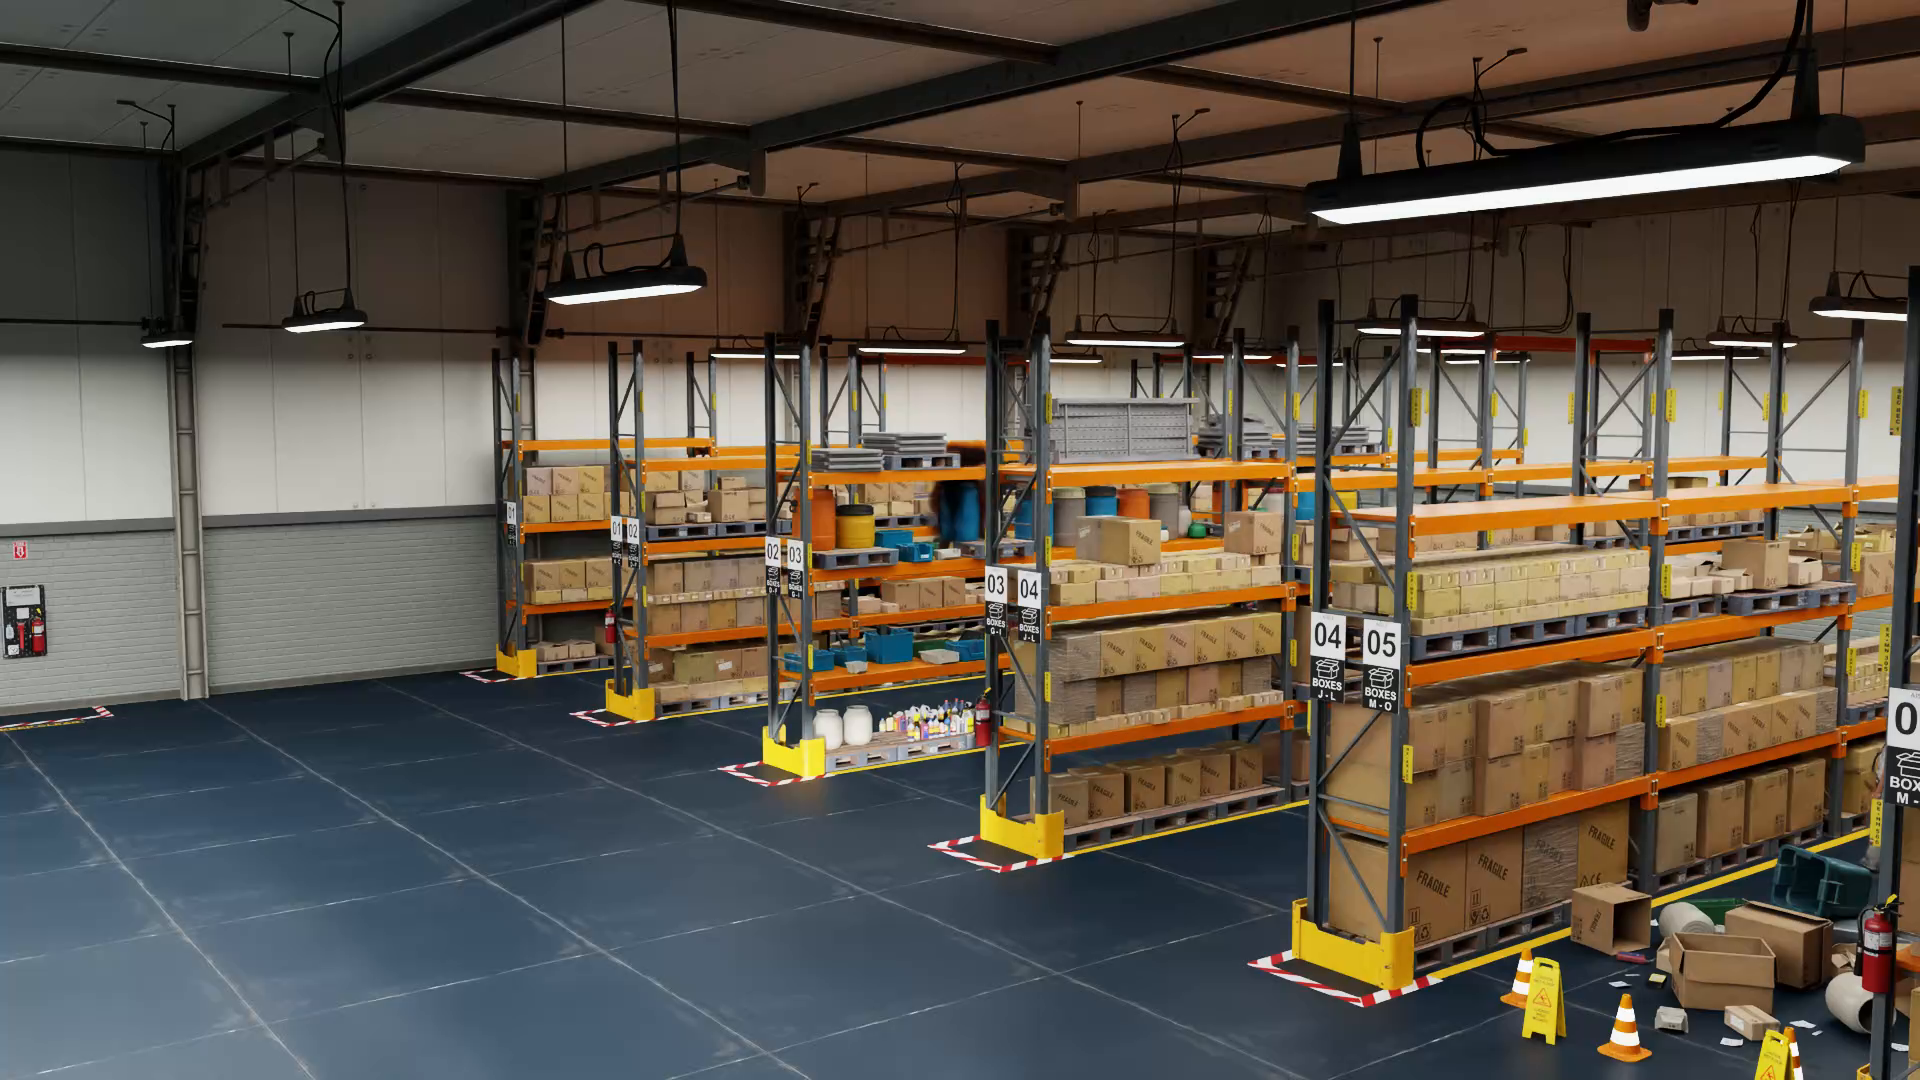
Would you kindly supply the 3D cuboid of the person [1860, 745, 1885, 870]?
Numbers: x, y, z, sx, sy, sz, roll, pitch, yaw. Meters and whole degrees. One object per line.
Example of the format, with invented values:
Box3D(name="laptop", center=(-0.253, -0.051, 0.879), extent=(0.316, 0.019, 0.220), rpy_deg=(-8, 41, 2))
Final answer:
Box3D(name="person", center=(10.128, 2.723, 18.010), extent=(0.613, 1.756, 0.477), rpy_deg=(-1, 5, -8))
